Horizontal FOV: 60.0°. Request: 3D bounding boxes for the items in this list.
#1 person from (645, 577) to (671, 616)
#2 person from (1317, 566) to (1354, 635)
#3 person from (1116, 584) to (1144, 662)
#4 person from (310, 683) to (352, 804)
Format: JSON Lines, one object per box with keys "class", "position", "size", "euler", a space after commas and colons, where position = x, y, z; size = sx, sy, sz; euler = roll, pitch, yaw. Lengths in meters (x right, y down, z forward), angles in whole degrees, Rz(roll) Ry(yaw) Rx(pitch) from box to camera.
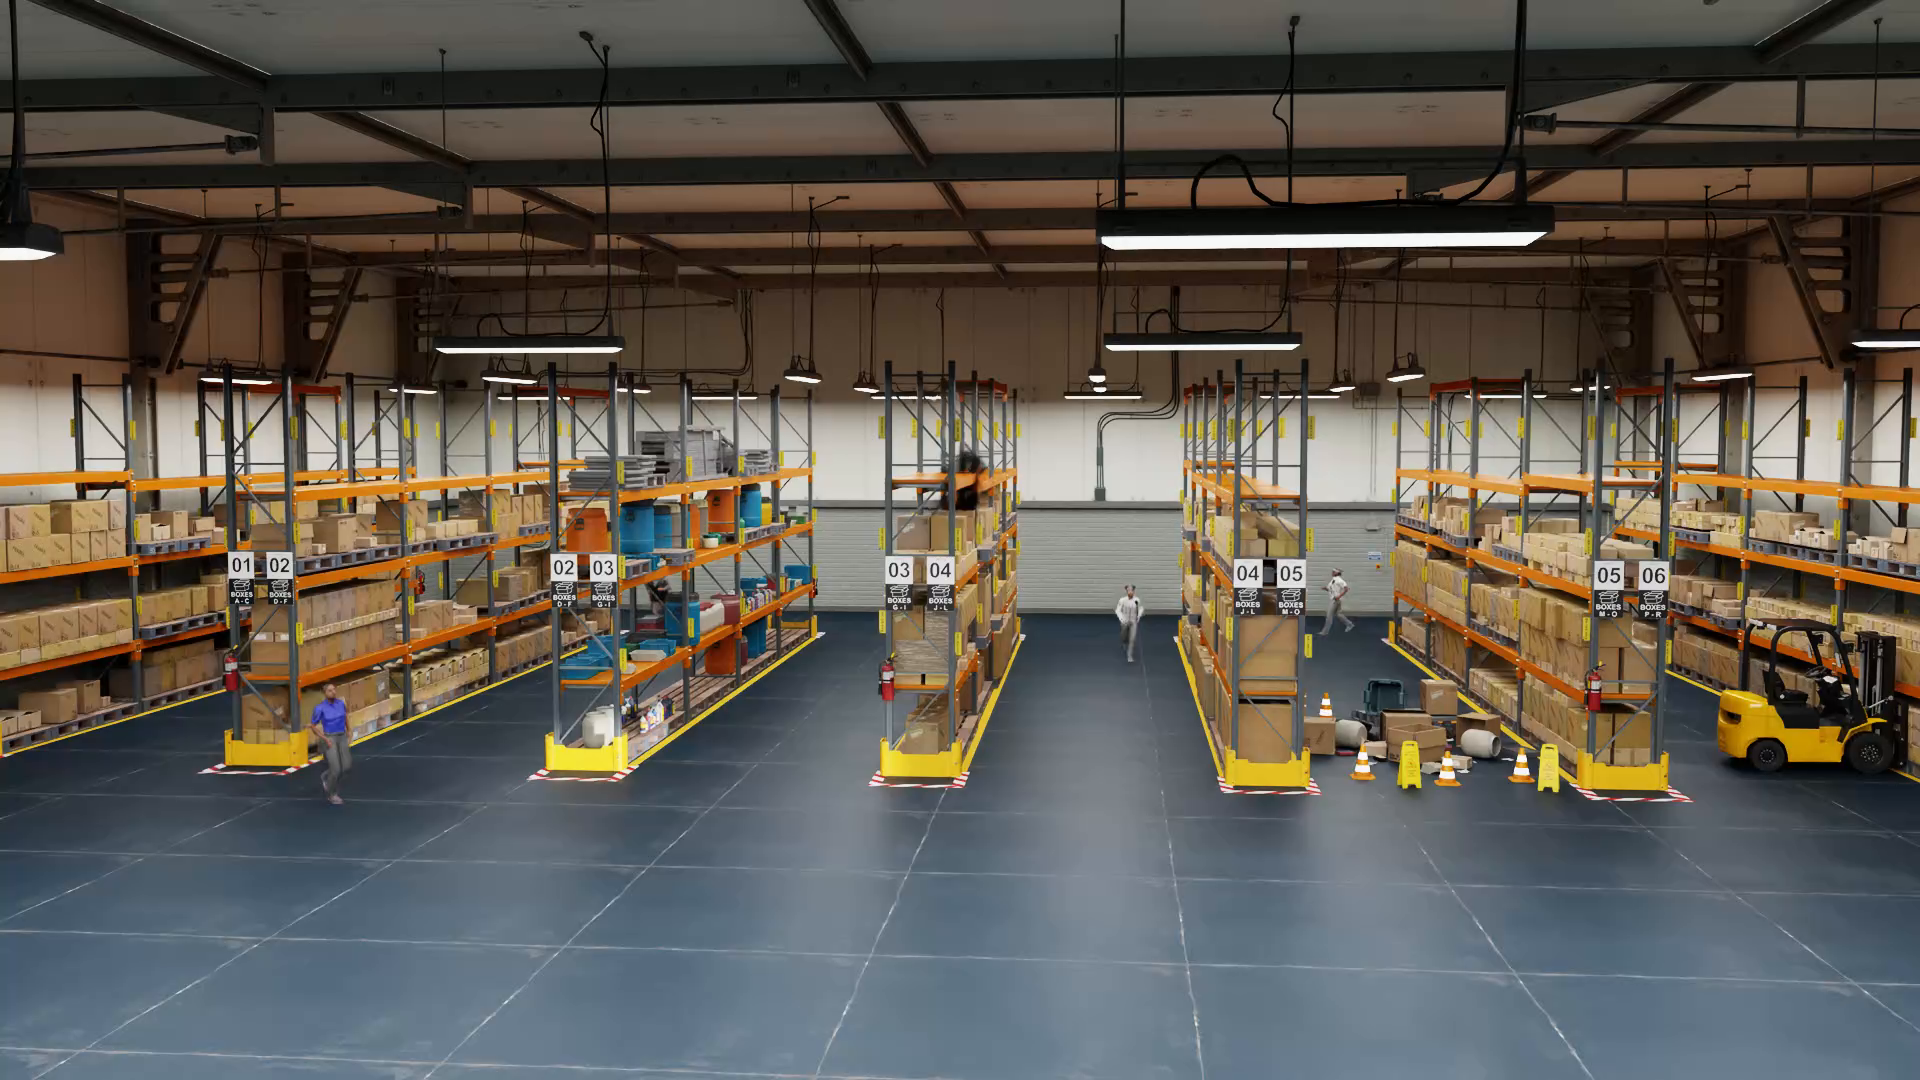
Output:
{"class": "person", "position": [-7.328, 1.505, 40.409], "size": [0.654, 1.744, 0.764], "euler": [0, 4, -7]}
{"class": "person", "position": [9.162, 1.472, 40.495], "size": [0.938, 1.685, 0.575], "euler": [0, 4, 2]}
{"class": "person", "position": [3.720, 1.802, 36.418], "size": [0.607, 1.679, 0.893], "euler": [0, 4, 7]}
{"class": "person", "position": [-8.470, 2.730, 22.423], "size": [0.504, 1.624, 0.576], "euler": [3, 5, 36]}
